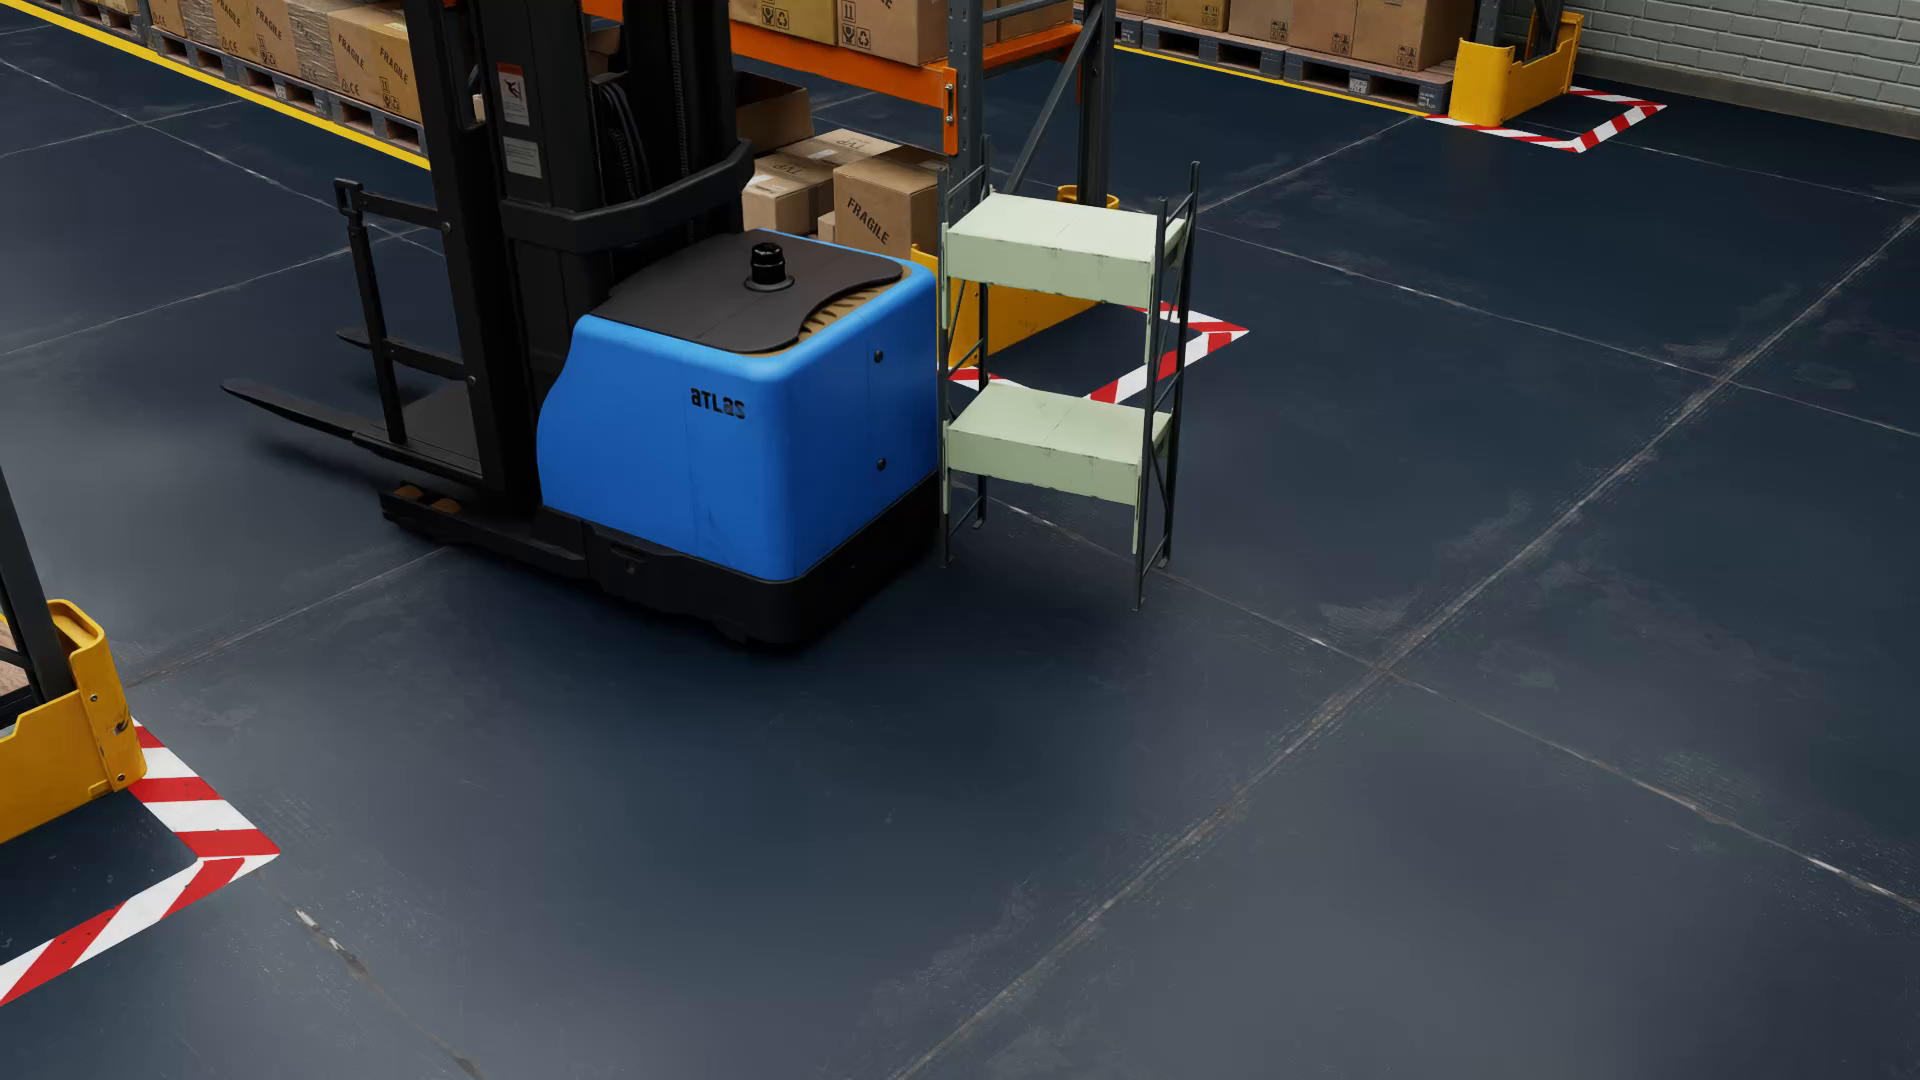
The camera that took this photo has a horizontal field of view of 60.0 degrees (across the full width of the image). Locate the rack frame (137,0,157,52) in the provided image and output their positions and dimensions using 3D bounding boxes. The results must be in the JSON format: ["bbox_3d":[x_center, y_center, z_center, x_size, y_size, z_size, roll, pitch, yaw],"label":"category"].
[{"bbox_3d":[-5.604,-5.075,11.772,0.127,3.000,1.000,25,39,35],"label":"rack frame"}]

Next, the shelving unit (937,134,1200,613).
[{"bbox_3d":[0.352,-0.558,5.723,0.755,1.500,0.431,12,33,19],"label":"shelving unit"}]

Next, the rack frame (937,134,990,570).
[{"bbox_3d":[0.014,-0.631,5.844,0.023,1.500,0.400,12,33,19],"label":"rack frame"}]

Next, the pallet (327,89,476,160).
[{"bbox_3d":[-3.267,-2.763,10.635,1.213,0.211,1.003,25,39,35],"label":"pallet"}]

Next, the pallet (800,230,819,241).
[{"bbox_3d":[-0.321,-1.414,8.394,1.213,0.211,1.003,25,39,35],"label":"pallet"}]

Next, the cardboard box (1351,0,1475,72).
[{"bbox_3d":[3.062,-3.515,11.197,0.500,0.500,0.700,25,39,35],"label":"cardboard box"}]

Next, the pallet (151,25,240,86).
[{"bbox_3d":[-5.076,-3.608,12.038,1.213,0.211,1.003,25,39,35],"label":"pallet"}]

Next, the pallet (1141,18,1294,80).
[{"bbox_3d":[2.103,-3.676,12.152,1.213,0.211,1.003,25,39,35],"label":"pallet"}]

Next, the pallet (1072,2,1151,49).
[{"bbox_3d":[1.194,-4.099,12.854,1.213,0.211,1.003,25,39,35],"label":"pallet"}]

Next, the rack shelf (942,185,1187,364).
[{"bbox_3d":[0.352,-0.892,5.522,0.720,0.370,0.431,12,33,19],"label":"rack shelf"}]

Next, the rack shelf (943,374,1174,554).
[{"bbox_3d":[0.352,-0.279,5.891,0.720,0.370,0.431,12,33,19],"label":"rack shelf"}]

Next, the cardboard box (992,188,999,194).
[{"bbox_3d":[0.062,-1.644,8.393,0.250,0.166,0.380,25,39,35],"label":"cardboard box"}]

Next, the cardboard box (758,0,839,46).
[{"bbox_3d":[-0.575,-2.578,7.528,0.500,0.500,0.500,25,39,35],"label":"cardboard box"}]

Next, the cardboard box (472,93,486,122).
[{"bbox_3d":[-2.473,-2.499,9.674,0.500,0.311,0.500,25,39,35],"label":"cardboard box"}]

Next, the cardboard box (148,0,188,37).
[{"bbox_3d":[-5.459,-3.926,11.860,0.500,0.500,0.500,27,40,37],"label":"cardboard box"}]

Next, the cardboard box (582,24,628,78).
[{"bbox_3d":[-2.026,-2.720,9.856,0.500,0.500,0.500,25,39,35],"label":"cardboard box"}]

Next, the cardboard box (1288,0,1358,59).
[{"bbox_3d":[2.691,-3.688,11.485,0.500,0.500,0.700,25,39,35],"label":"cardboard box"}]

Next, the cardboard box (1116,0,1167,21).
[{"bbox_3d":[1.539,-4.222,12.372,0.500,0.500,0.700,25,39,35],"label":"cardboard box"}]

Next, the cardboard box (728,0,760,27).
[{"bbox_3d":[-0.941,-2.753,7.818,0.500,0.500,0.500,25,39,35],"label":"cardboard box"}]

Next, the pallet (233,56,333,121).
[{"bbox_3d":[-4.176,-3.185,11.337,1.213,0.211,1.003,25,39,35],"label":"pallet"}]

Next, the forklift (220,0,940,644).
[{"bbox_3d":[-1.596,-1.458,5.830,3.031,2.935,1.130,17,35,26],"label":"forklift"}]

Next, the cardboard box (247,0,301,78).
[{"bbox_3d":[-4.308,-3.393,10.974,0.500,0.500,0.500,24,38,34],"label":"cardboard box"}]

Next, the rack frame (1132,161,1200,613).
[{"bbox_3d":[0.689,-0.485,5.602,0.023,1.500,0.400,12,33,19],"label":"rack frame"}]

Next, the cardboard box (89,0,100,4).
[{"bbox_3d":[-6.543,-4.343,12.815,0.500,0.250,0.500,25,39,35],"label":"cardboard box"}]

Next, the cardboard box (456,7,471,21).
[{"bbox_3d":[-2.834,-3.069,10.437,0.500,0.500,0.500,23,38,33],"label":"cardboard box"}]

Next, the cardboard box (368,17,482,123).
[{"bbox_3d":[-3.197,-2.870,10.105,0.500,0.500,0.500,25,39,35],"label":"cardboard box"}]

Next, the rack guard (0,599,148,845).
[{"bbox_3d":[-2.973,0.661,4.668,0.348,0.500,1.175,25,39,35],"label":"rack guard"}]

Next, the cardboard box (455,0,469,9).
[{"bbox_3d":[-3.237,-3.249,10.736,0.500,0.500,0.500,26,39,36],"label":"cardboard box"}]

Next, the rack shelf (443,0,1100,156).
[{"bbox_3d":[-1.156,-2.690,8.508,4.000,0.370,1.077,25,39,35],"label":"rack shelf"}]

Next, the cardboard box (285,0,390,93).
[{"bbox_3d":[-3.929,-3.218,10.684,0.500,0.500,0.500,26,39,36],"label":"cardboard box"}]

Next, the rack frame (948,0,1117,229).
[{"bbox_3d":[0.327,-2.306,7.173,0.127,3.000,1.000,25,39,35],"label":"rack frame"}]

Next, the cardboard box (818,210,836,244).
[{"bbox_3d":[-0.481,-1.550,8.236,0.250,0.166,0.380,25,39,35],"label":"cardboard box"}]

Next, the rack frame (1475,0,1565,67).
[{"bbox_3d":[3.648,-4.202,10.322,0.127,3.000,1.000,25,39,35],"label":"rack frame"}]

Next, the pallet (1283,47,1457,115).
[{"bbox_3d":[3.003,-3.254,11.451,1.213,0.211,1.003,25,39,35],"label":"pallet"}]

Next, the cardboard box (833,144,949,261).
[{"bbox_3d":[-0.241,-1.518,7.860,0.500,0.500,0.500,25,39,35],"label":"cardboard box"}]

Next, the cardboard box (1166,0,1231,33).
[{"bbox_3d":[1.918,-4.044,12.075,0.500,0.500,0.700,26,40,36],"label":"cardboard box"}]

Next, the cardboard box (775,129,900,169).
[{"bbox_3d":[-0.627,-1.960,8.836,0.500,0.250,0.500,25,39,35],"label":"cardboard box"}]

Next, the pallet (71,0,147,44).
[{"bbox_3d":[-6.188,-4.180,12.989,1.213,0.211,1.003,25,39,35],"label":"pallet"}]

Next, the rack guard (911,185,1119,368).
[{"bbox_3d":[0.271,-1.262,7.861,0.348,0.500,1.175,25,39,35],"label":"rack guard"}]

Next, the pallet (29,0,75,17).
[{"bbox_3d":[-7.089,-4.603,13.691,1.213,0.211,1.003,25,39,35],"label":"pallet"}]

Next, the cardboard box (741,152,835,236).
[{"bbox_3d":[-0.926,-1.751,8.490,0.500,0.250,0.500,25,39,35],"label":"cardboard box"}]

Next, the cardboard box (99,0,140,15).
[{"bbox_3d":[-6.158,-4.166,12.521,0.500,0.250,0.500,26,40,36],"label":"cardboard box"}]

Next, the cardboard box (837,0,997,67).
[{"bbox_3d":[-0.188,-2.400,7.232,0.500,0.500,0.500,26,40,36],"label":"cardboard box"}]

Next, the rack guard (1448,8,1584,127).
[{"bbox_3d":[3.666,-3.123,10.953,0.348,0.500,1.175,25,39,35],"label":"rack guard"}]

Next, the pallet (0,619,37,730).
[{"bbox_3d":[-3.585,0.481,5.247,1.213,0.211,1.003,25,39,35],"label":"pallet"}]

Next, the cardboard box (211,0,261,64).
[{"bbox_3d":[-4.698,-3.571,11.271,0.500,0.500,0.500,24,39,34],"label":"cardboard box"}]

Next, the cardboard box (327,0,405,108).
[{"bbox_3d":[-3.558,-3.044,10.395,0.500,0.500,0.500,25,39,35],"label":"cardboard box"}]

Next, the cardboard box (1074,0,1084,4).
[{"bbox_3d":[1.168,-4.397,12.663,0.500,0.500,0.700,26,39,36],"label":"cardboard box"}]

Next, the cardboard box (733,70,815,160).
[{"bbox_3d":[-1.242,-2.162,8.926,0.637,0.503,0.797,25,39,35],"label":"cardboard box"}]

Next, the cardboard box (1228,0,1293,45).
[{"bbox_3d":[2.318,-3.862,11.773,0.500,0.500,0.700,24,38,34],"label":"cardboard box"}]

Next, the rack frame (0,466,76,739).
[{"bbox_3d":[-2.999,-0.414,4.029,0.127,3.000,1.000,25,39,35],"label":"rack frame"}]

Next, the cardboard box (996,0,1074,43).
[{"bbox_3d":[0.175,-2.604,7.570,0.500,0.500,0.500,26,40,36],"label":"cardboard box"}]

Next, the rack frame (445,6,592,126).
[{"bbox_3d":[-2.639,-3.691,9.473,0.127,3.000,1.000,25,39,35],"label":"rack frame"}]

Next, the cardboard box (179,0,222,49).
[{"bbox_3d":[-5.067,-3.747,11.563,0.500,0.500,0.500,23,38,33],"label":"cardboard box"}]
